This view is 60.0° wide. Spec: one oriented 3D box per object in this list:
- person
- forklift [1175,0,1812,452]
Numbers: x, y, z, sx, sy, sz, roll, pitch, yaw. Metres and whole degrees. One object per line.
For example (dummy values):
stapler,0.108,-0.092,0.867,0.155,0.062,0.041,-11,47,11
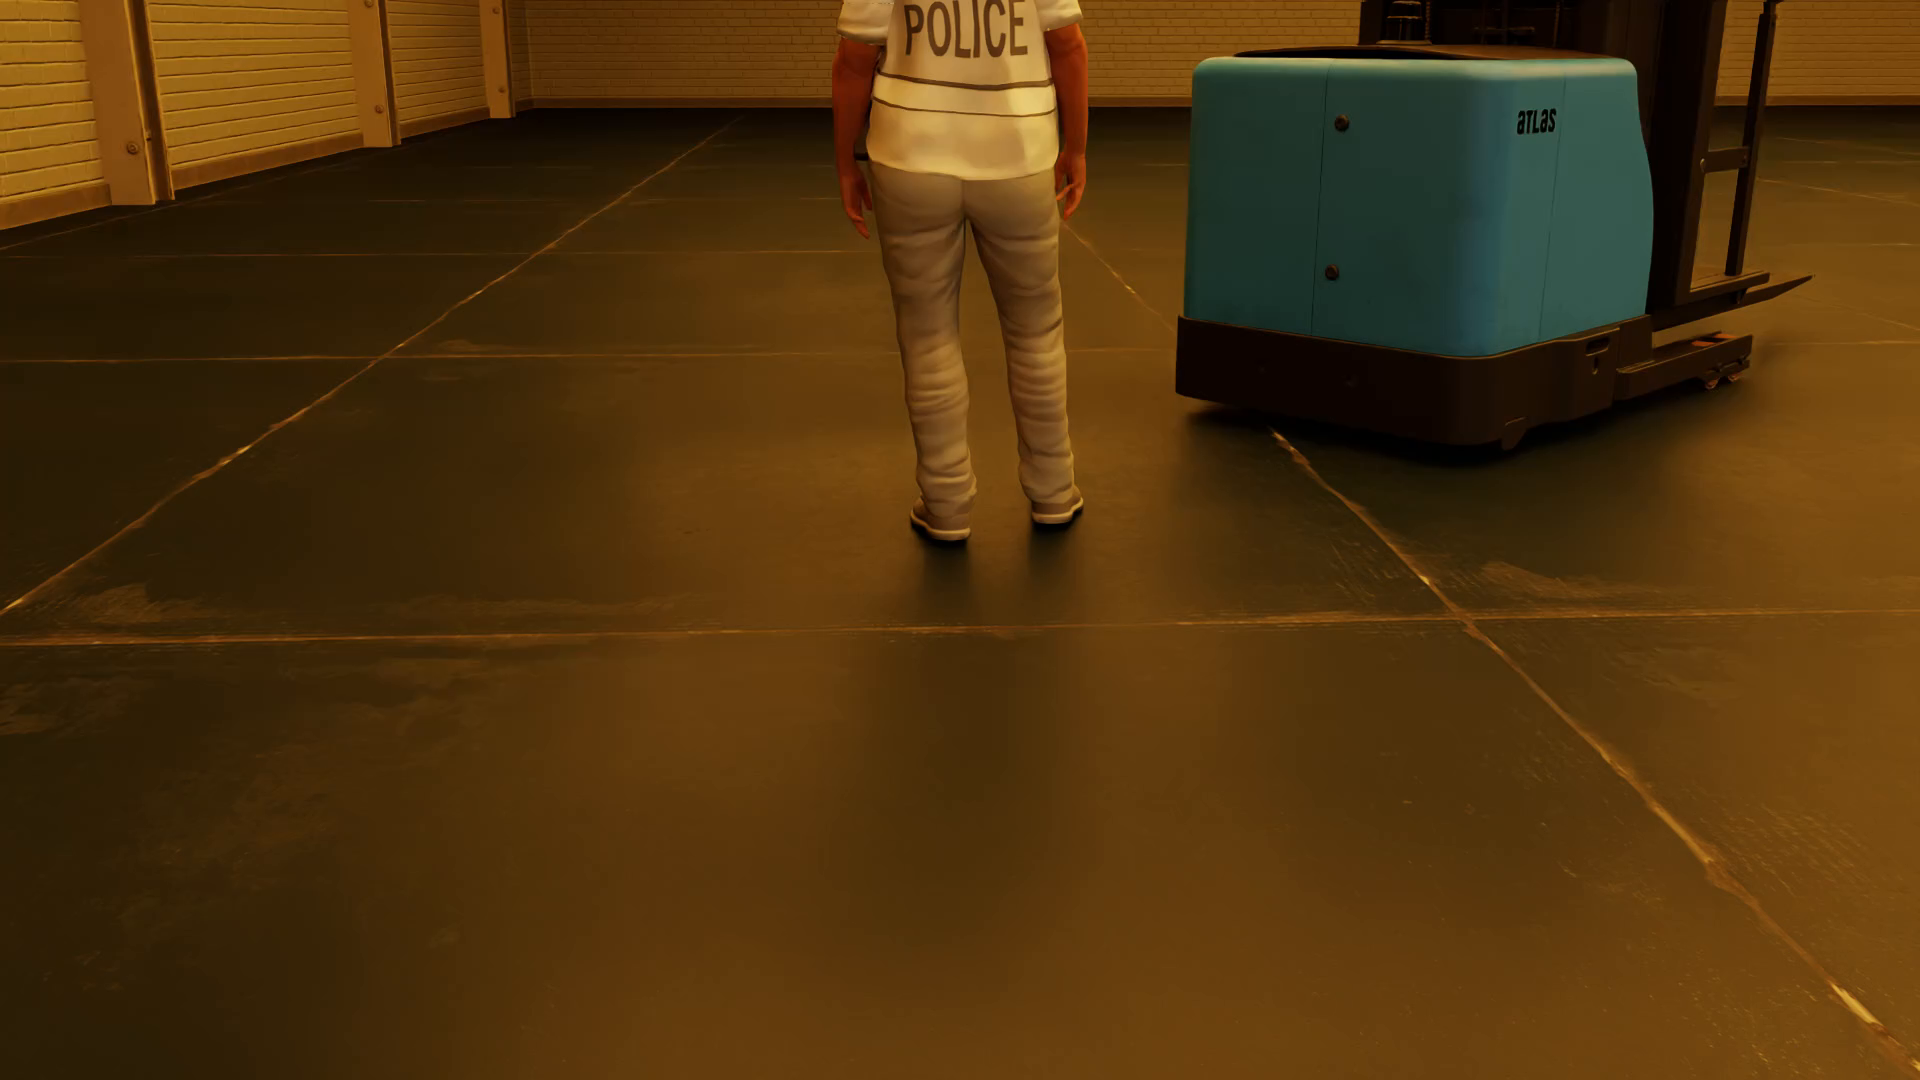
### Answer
person,0.018,-0.827,3.746,0.599,1.670,0.529,-1,17,-3
forklift,2.069,-1.997,5.434,3.031,2.935,1.130,-16,23,-42
